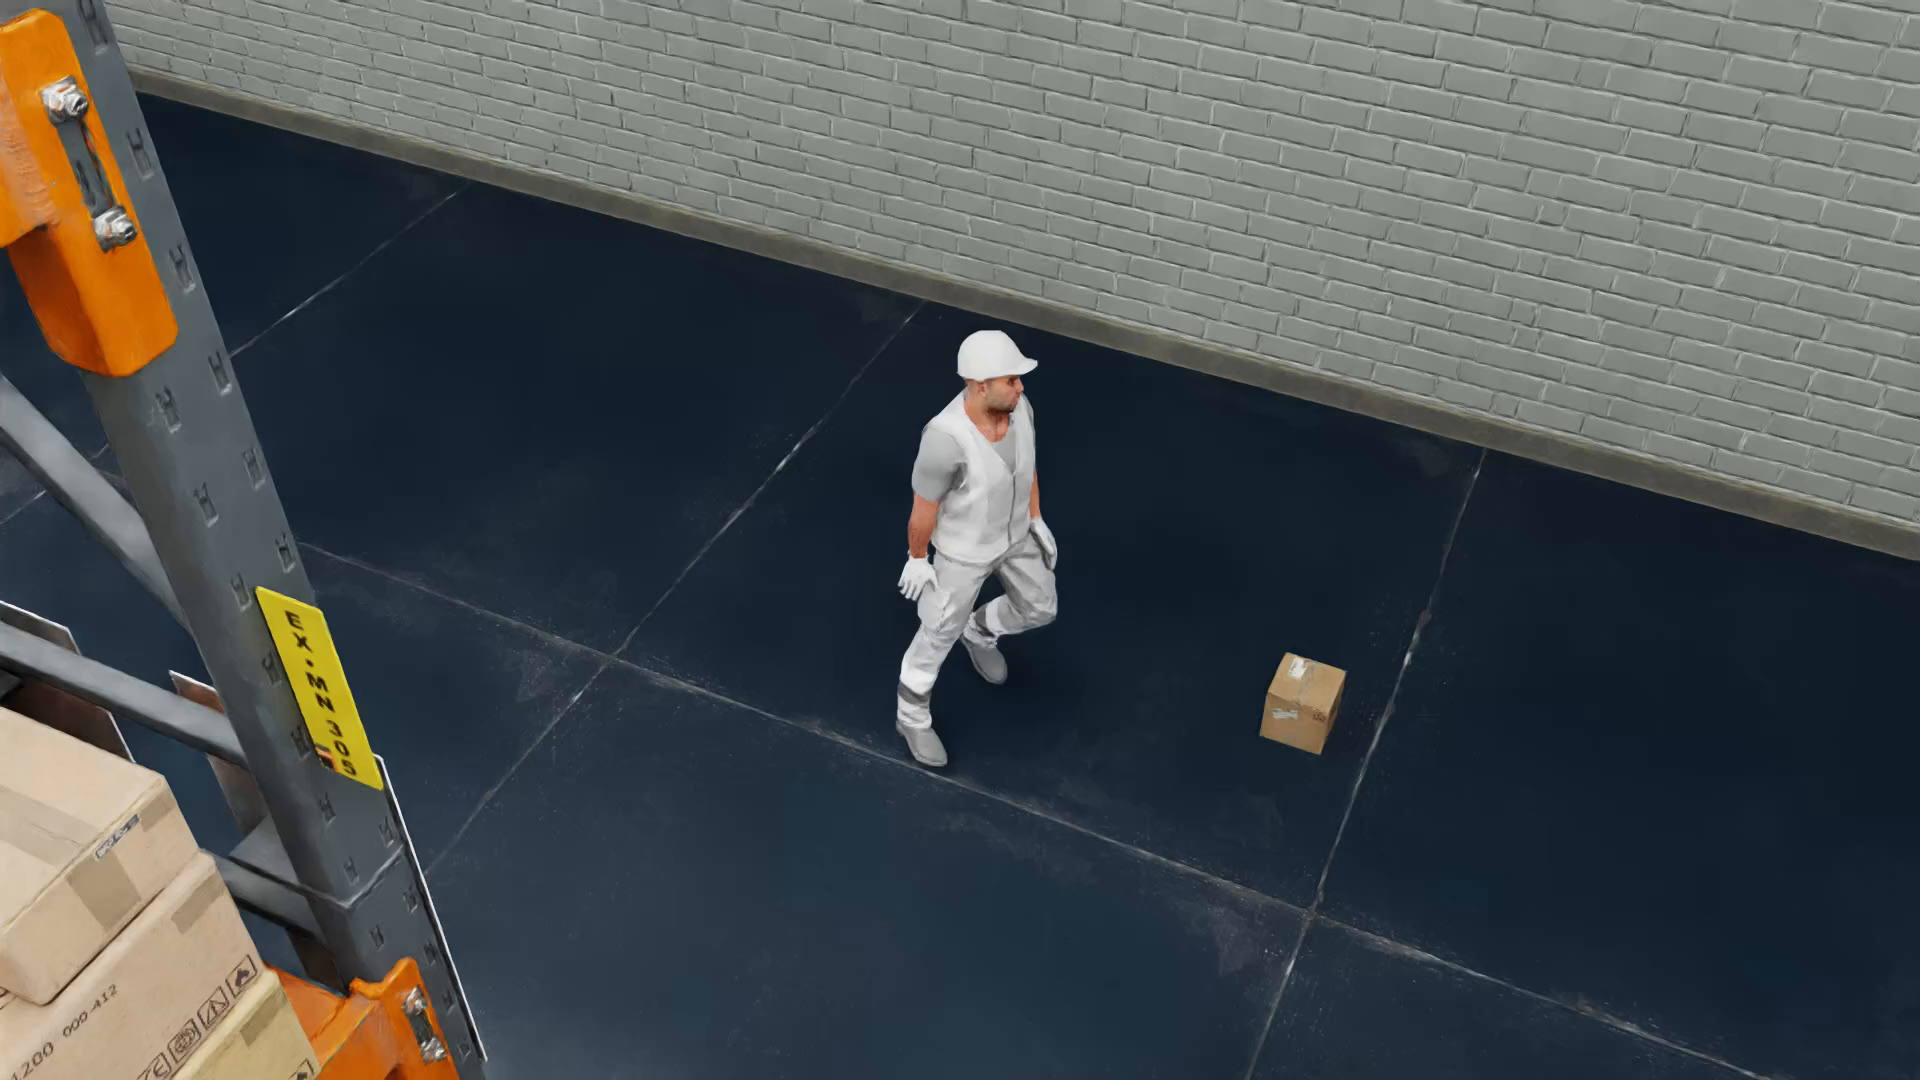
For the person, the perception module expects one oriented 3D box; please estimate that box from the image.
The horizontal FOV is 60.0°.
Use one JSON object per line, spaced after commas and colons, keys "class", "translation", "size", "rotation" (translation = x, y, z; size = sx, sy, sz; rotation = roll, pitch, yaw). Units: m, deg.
{"class": "person", "translation": [0.037, 0.033, 6.094], "size": [0.475, 1.769, 0.670], "rotation": [31, 50, 30]}
